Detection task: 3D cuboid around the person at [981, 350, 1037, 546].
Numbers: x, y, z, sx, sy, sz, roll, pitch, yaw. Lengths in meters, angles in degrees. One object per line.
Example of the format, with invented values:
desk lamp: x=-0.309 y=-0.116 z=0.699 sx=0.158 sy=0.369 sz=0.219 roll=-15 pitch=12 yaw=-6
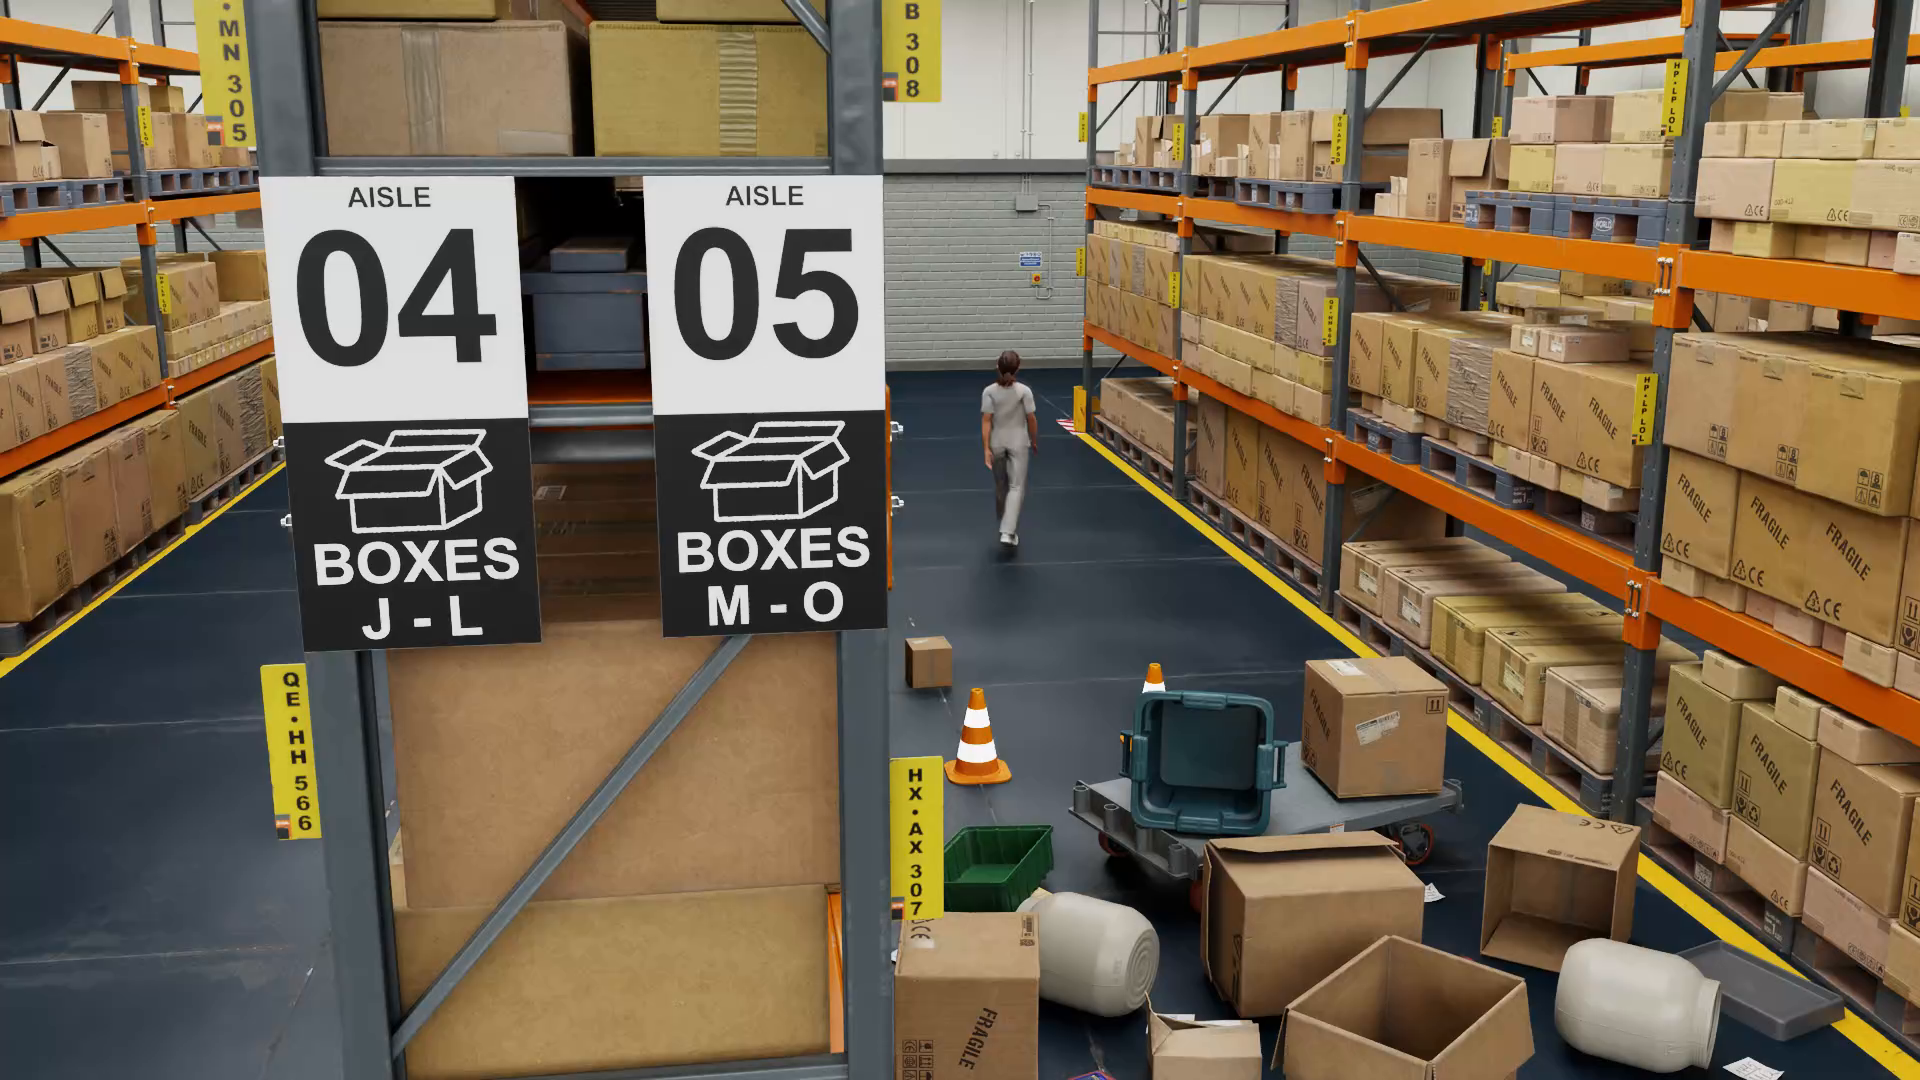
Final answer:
person: x=0.411 y=-0.765 z=13.753 sx=0.443 sy=1.621 sz=1.001 roll=3 pitch=14 yaw=13
